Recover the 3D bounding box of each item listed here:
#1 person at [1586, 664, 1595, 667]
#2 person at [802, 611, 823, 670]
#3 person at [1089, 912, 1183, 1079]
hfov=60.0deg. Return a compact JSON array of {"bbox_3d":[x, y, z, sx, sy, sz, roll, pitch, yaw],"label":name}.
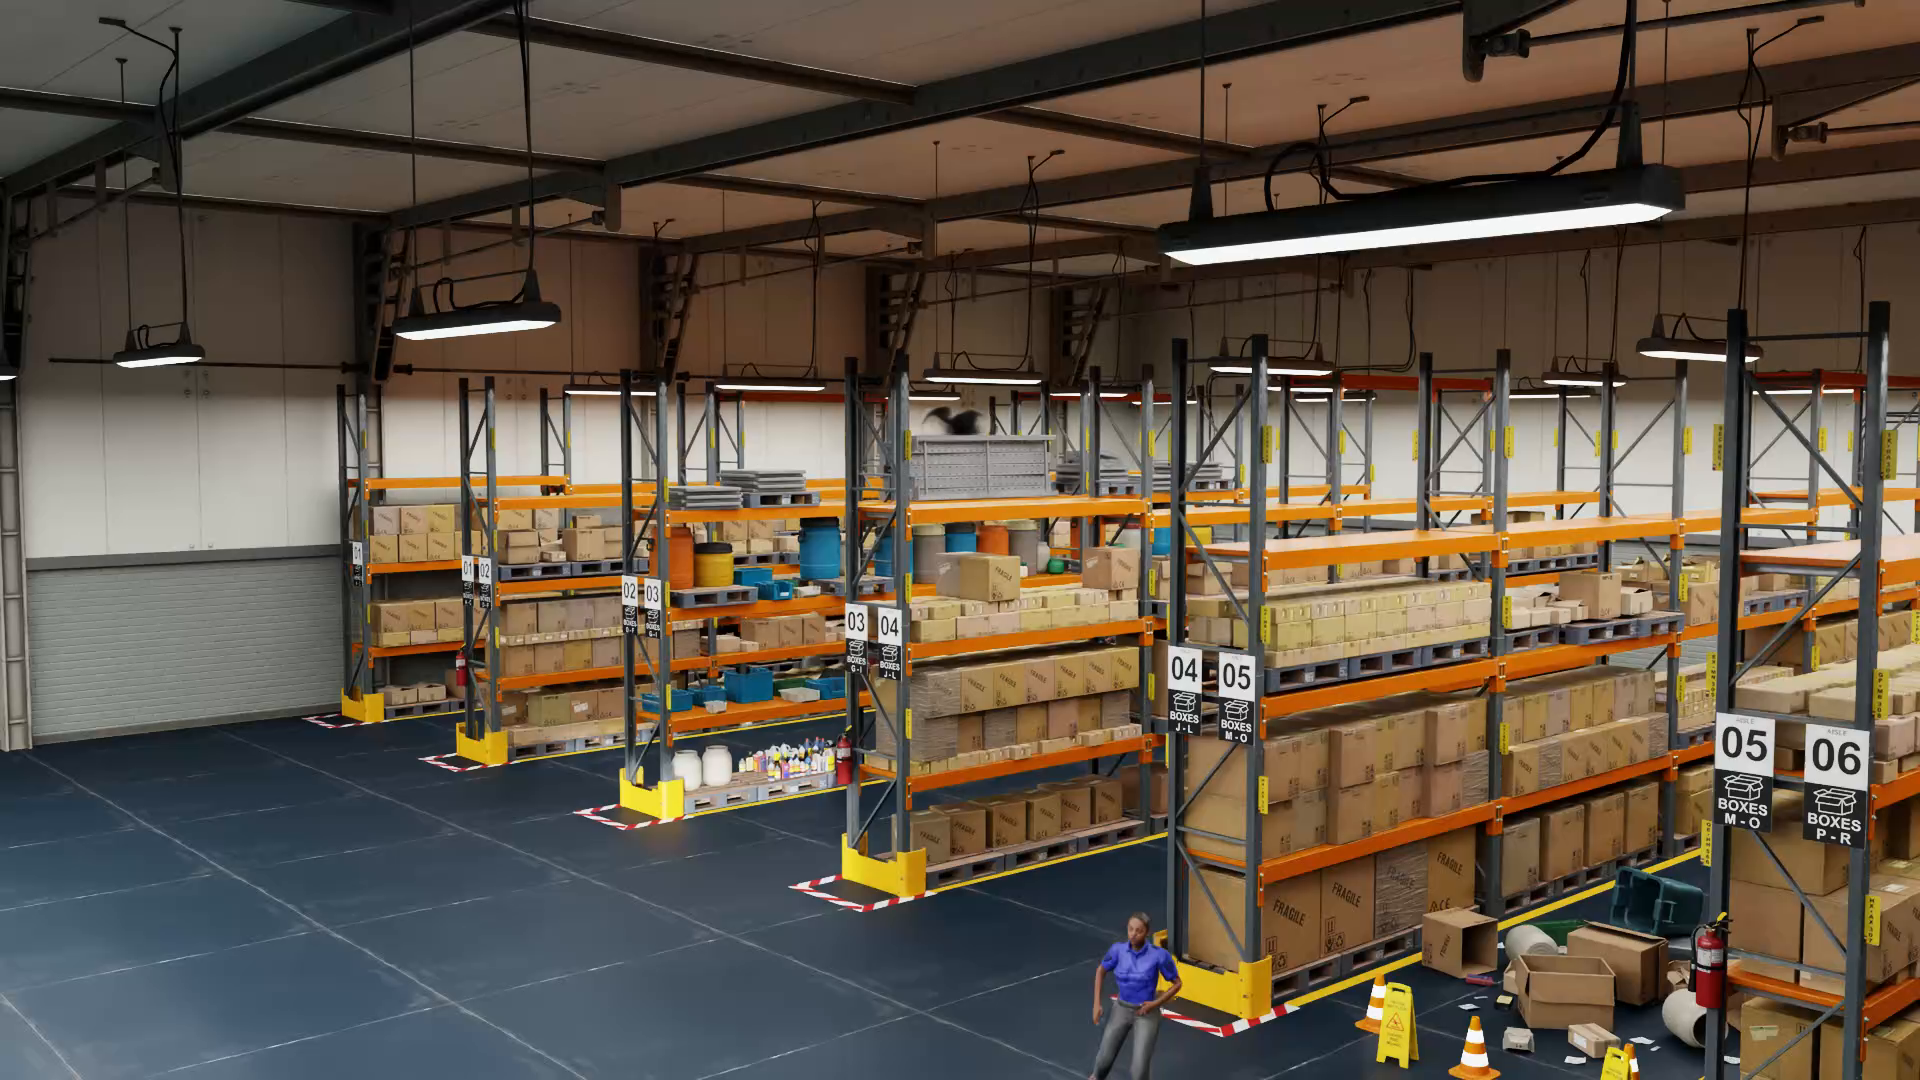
[{"bbox_3d":[9.985,2.699,25.749,0.964,1.629,0.648,-4,5,-44],"label":"person"},{"bbox_3d":[-2.931,2.211,32.690,0.539,1.628,0.599,-3,5,-35],"label":"person"},{"bbox_3d":[1.283,3.573,12.432,0.767,1.644,0.583,1,4,17],"label":"person"}]
